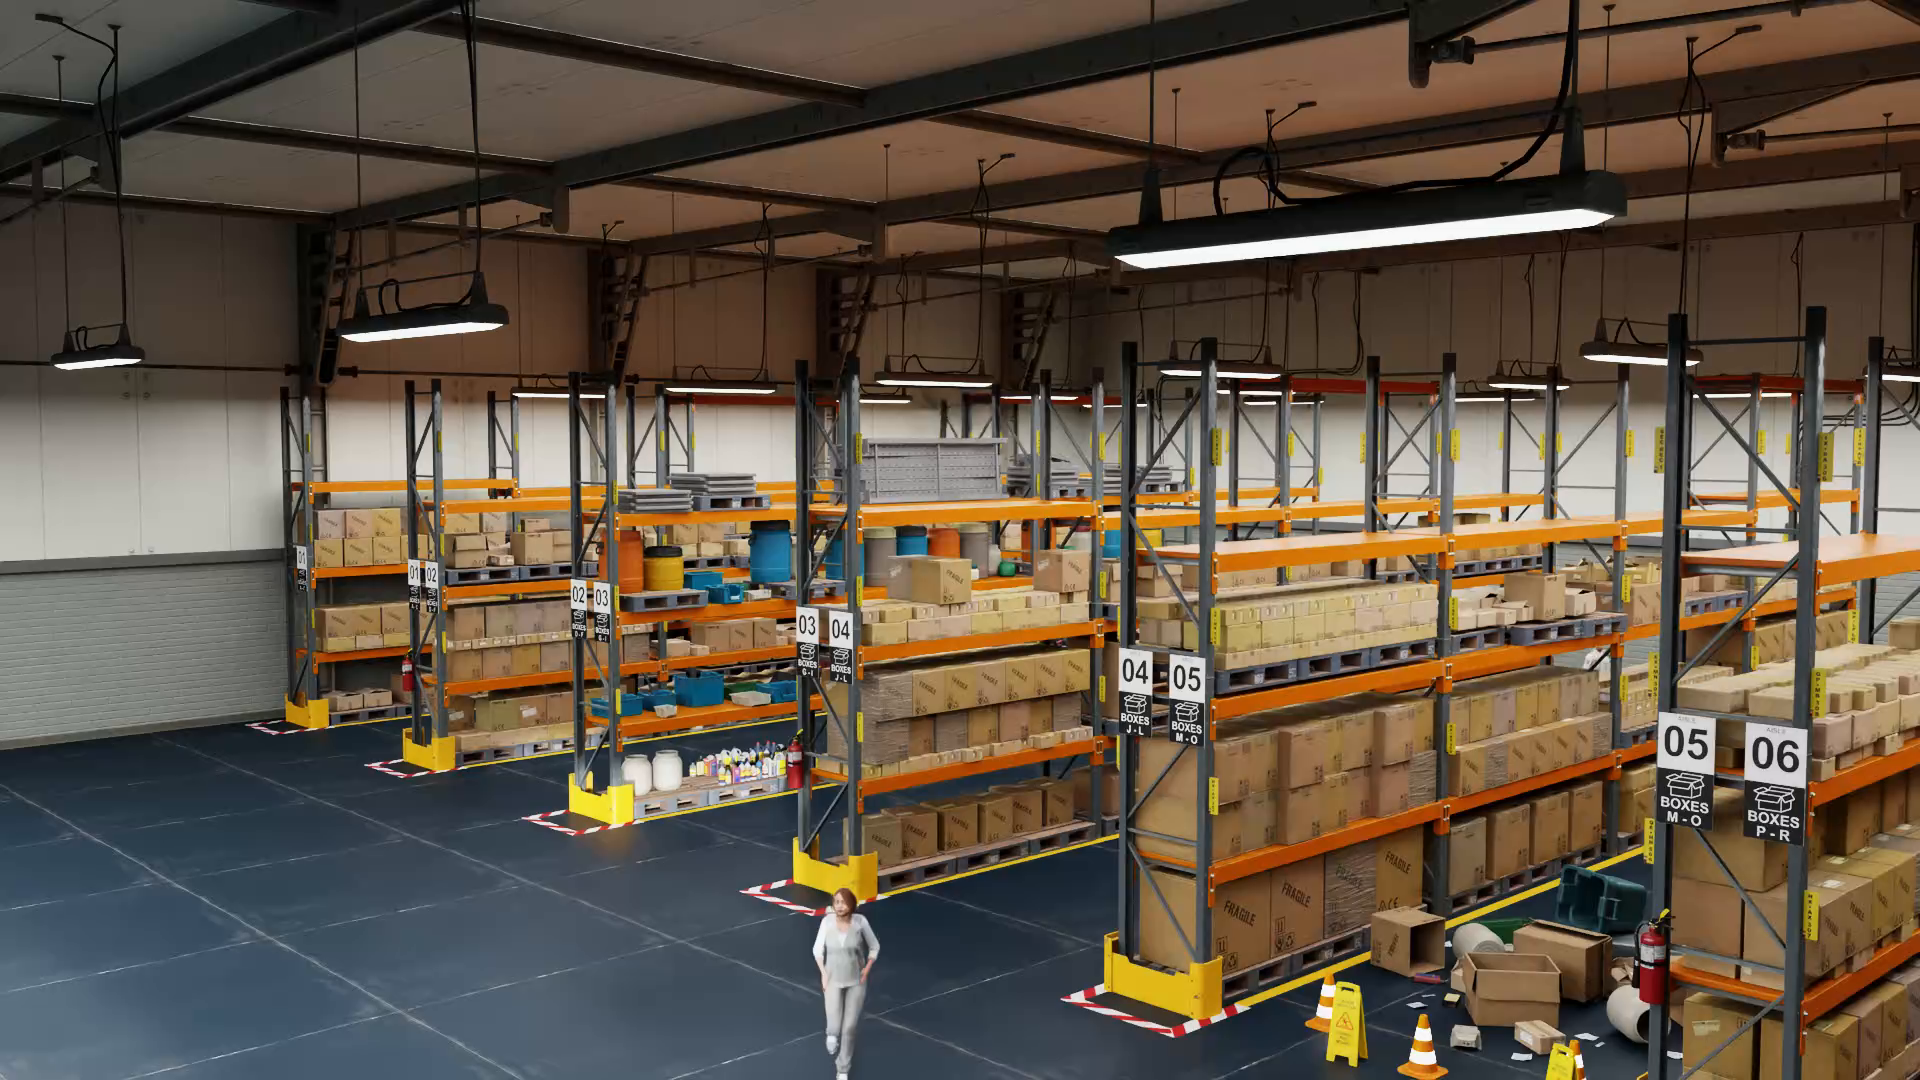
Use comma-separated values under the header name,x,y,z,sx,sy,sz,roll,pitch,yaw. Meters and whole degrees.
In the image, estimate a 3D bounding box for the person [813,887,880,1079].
name,x,y,z,sx,sy,sz,roll,pitch,yaw
person,-0.906,3.549,13.331,0.539,1.568,0.614,0,4,1

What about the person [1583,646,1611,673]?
name,x,y,z,sx,sy,sz,roll,pitch,yaw
person,11.340,2.487,29.379,0.654,1.632,0.496,-1,4,-11
